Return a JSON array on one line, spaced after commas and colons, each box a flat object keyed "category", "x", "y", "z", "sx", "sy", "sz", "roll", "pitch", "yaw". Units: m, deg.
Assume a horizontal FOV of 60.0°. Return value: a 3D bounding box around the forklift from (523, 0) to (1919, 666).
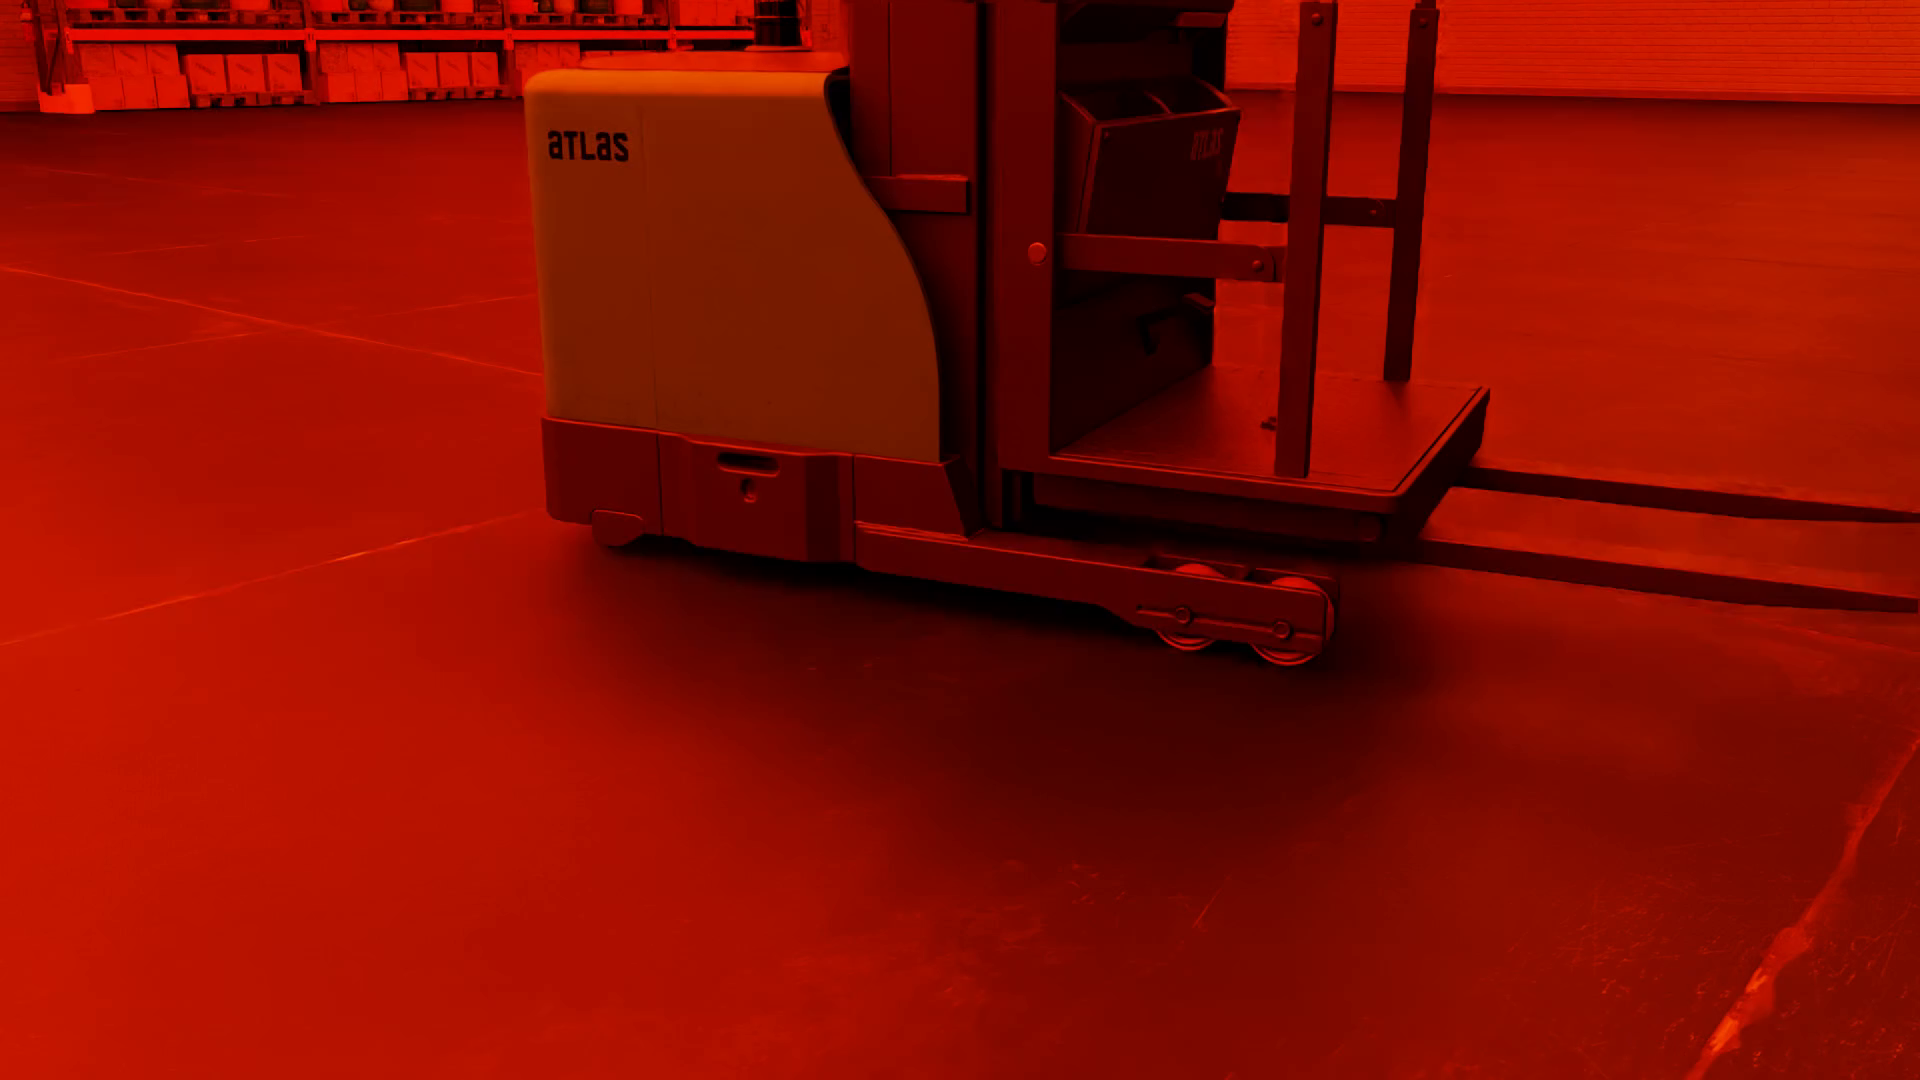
[{"category": "forklift", "x": 0.586, "y": -1.339, "z": 3.308, "sx": 3.031, "sy": 2.935, "sz": 1.130, "roll": 8, "pitch": 19, "yaw": 24}]
